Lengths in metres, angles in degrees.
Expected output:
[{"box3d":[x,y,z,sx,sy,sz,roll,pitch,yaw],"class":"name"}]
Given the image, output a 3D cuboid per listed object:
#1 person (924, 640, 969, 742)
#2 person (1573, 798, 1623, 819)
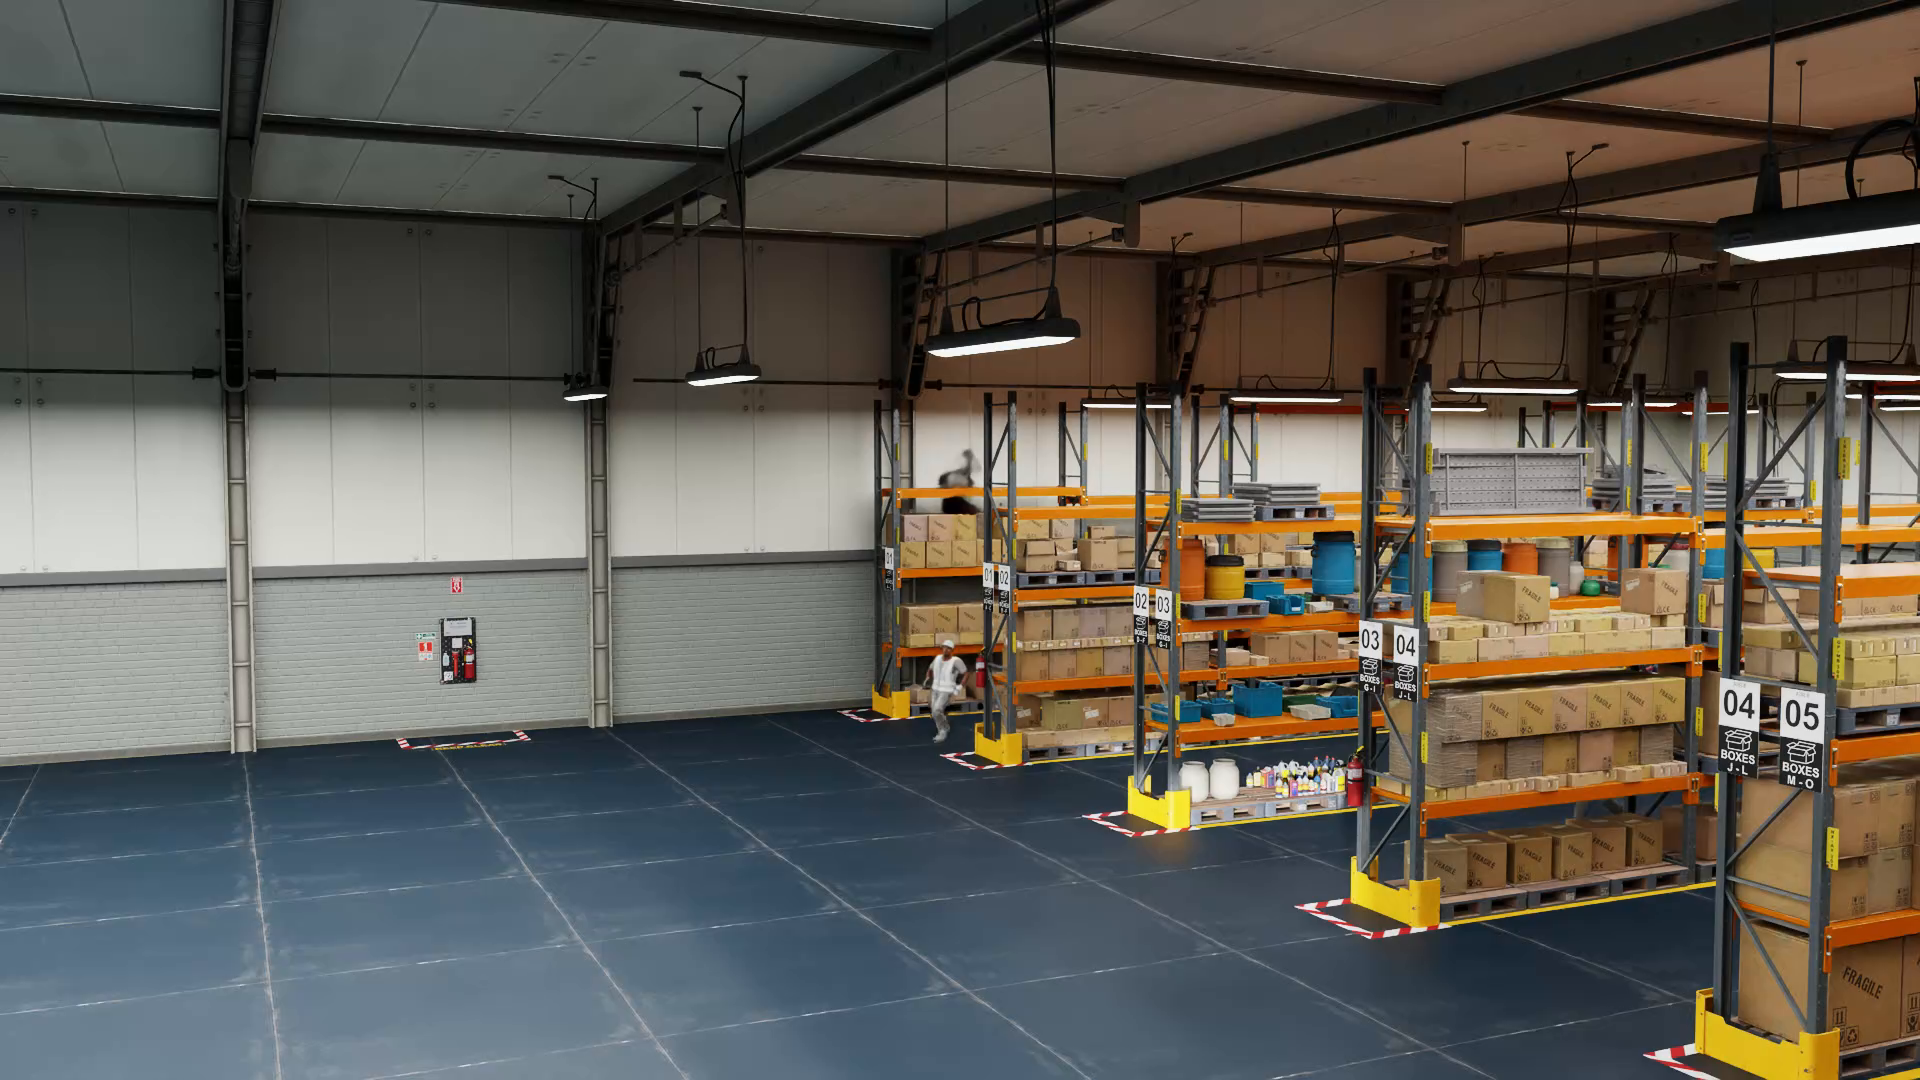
[{"box3d":[-0.284,2.552,28.019,0.762,1.727,0.566,3,4,38],"class":"person"},{"box3d":[8.325,3.032,21.742,0.929,1.693,0.567,-2,4,-25],"class":"person"}]
